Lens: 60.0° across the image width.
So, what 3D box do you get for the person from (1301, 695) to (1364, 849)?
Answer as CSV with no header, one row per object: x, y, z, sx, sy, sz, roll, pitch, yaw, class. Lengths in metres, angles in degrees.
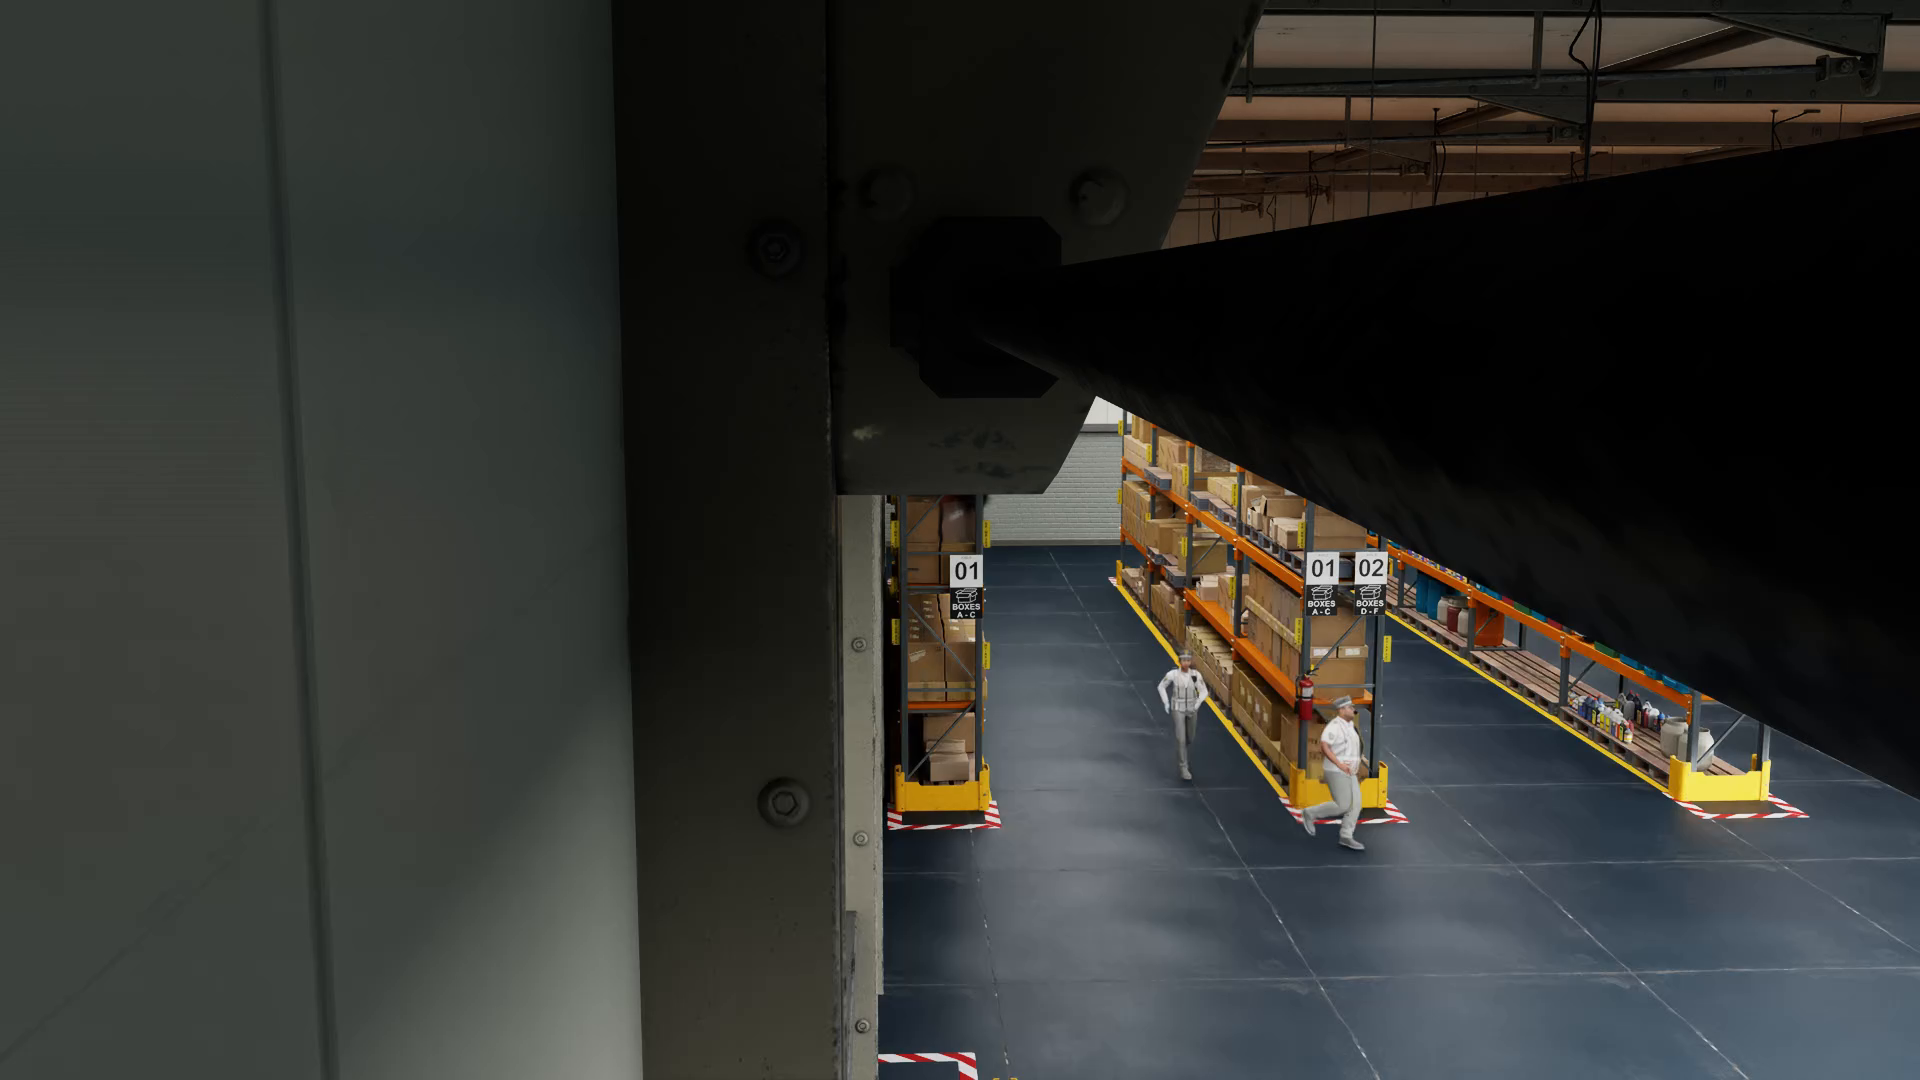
4.429,2.650,19.309,0.769,1.722,0.715,6,10,33,person

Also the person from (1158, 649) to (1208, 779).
2.959,2.253,22.062,0.642,1.671,0.877,-1,8,-5,person
